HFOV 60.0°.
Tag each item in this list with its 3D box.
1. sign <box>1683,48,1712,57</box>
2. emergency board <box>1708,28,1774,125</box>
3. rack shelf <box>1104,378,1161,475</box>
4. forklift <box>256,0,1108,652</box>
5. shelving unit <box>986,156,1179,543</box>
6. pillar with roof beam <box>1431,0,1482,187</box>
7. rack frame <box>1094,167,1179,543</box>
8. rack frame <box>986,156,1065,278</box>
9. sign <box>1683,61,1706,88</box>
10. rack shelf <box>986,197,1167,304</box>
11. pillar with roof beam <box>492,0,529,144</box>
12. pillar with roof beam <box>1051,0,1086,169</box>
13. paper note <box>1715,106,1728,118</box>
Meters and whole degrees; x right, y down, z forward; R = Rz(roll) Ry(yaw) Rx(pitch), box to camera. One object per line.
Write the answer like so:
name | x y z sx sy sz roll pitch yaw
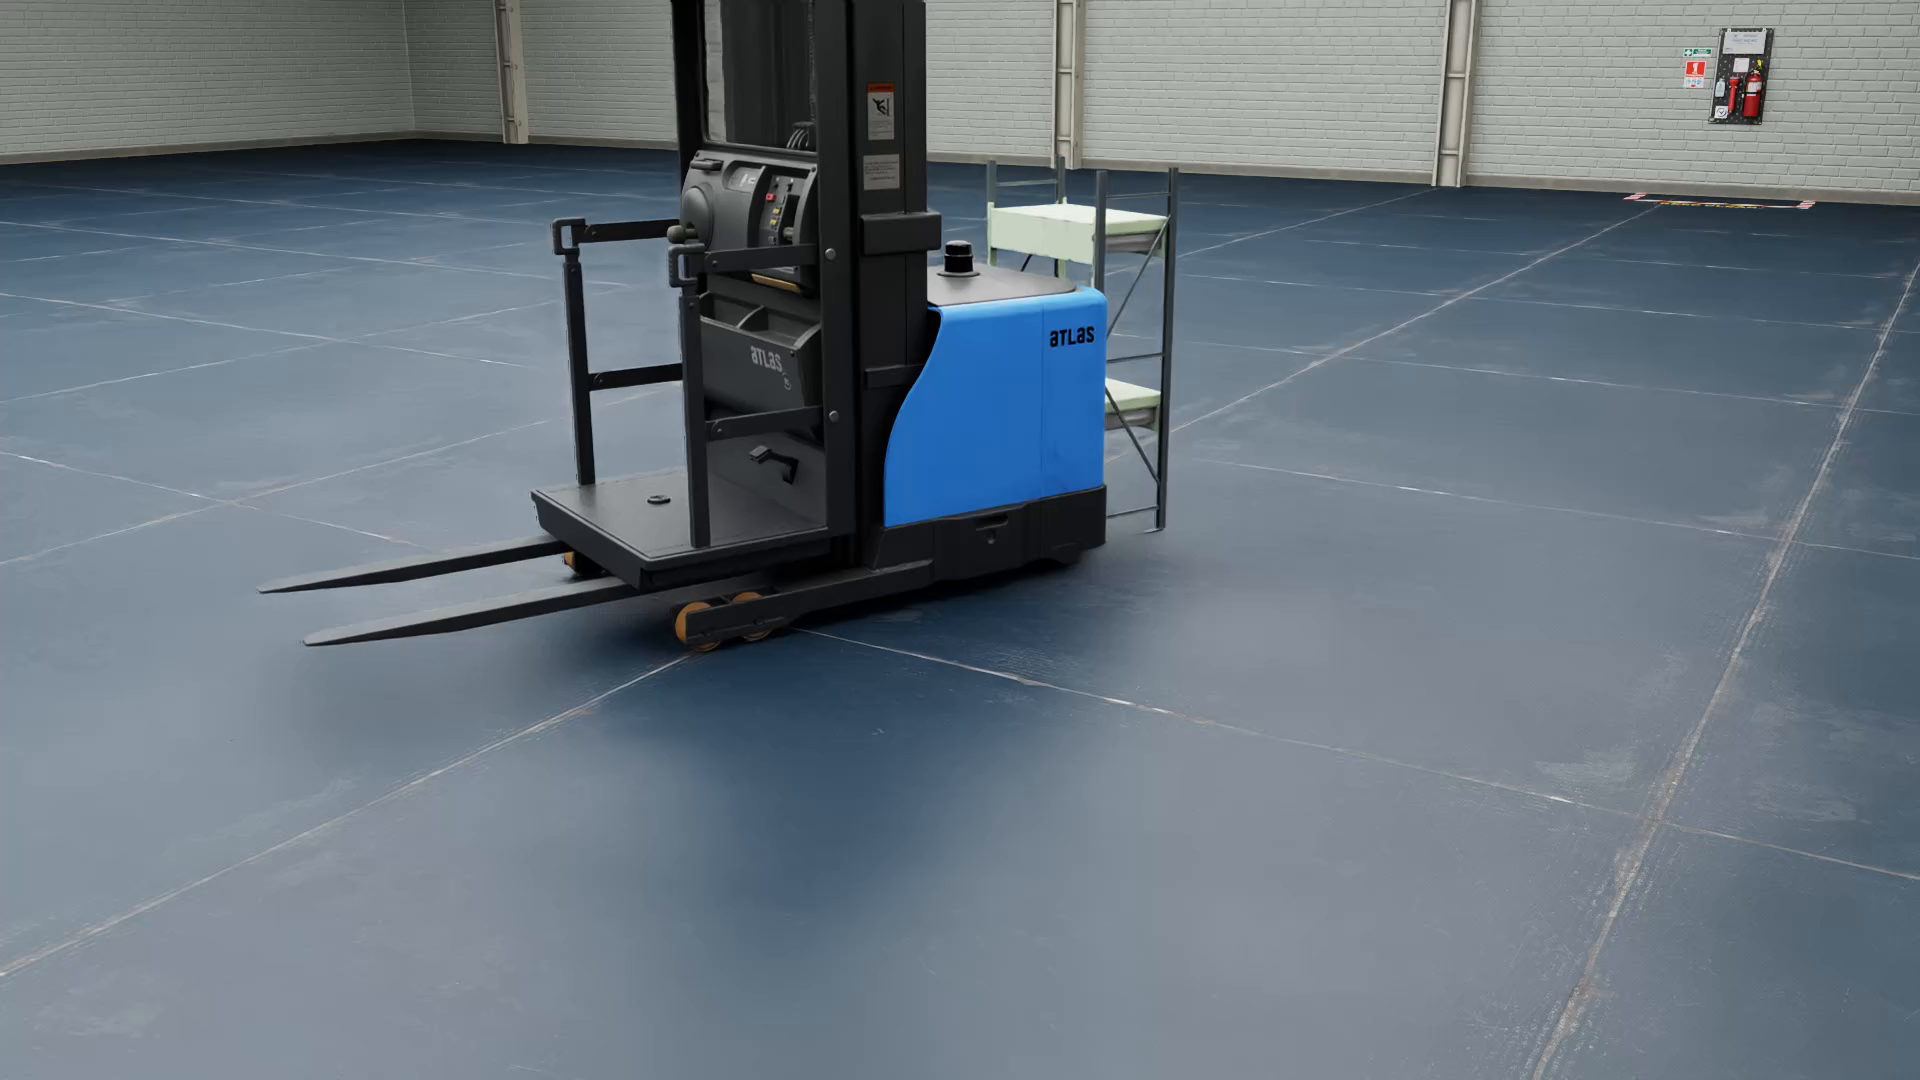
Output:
sign | 9.390 -6.202 21.166 0.331 0.109 0.001 10 20 30
emergency board | 9.808 -5.825 20.897 0.643 1.169 0.194 10 20 30
rack shelf | 0.489 -0.506 7.087 0.431 0.370 0.720 -11 20 -33
forklift | -0.928 -1.198 5.781 3.031 2.935 1.130 -11 20 -33
shelving unit | 0.489 -0.818 6.992 0.431 1.500 0.755 -11 20 -33
pillar with roof beam | 4.528 -8.157 18.251 0.400 9.000 9.100 10 20 30
rack frame | 0.695 -0.730 6.703 0.400 1.500 0.023 -11 20 -33
rack frame | 0.282 -0.906 7.282 0.400 1.500 0.023 -11 20 -33
sign | 9.391 -5.952 21.253 0.234 0.329 0.001 10 20 30
rack shelf | 0.489 -1.191 6.879 0.431 0.370 0.720 -11 20 -33
pillar with roof beam | -10.810 -10.895 27.264 0.400 9.000 9.100 10 20 30
pillar with roof beam | -0.585 -9.069 21.255 0.400 9.000 9.100 10 20 30
paper note | 9.693 -5.448 21.170 0.142 0.148 0.016 10 20 30
